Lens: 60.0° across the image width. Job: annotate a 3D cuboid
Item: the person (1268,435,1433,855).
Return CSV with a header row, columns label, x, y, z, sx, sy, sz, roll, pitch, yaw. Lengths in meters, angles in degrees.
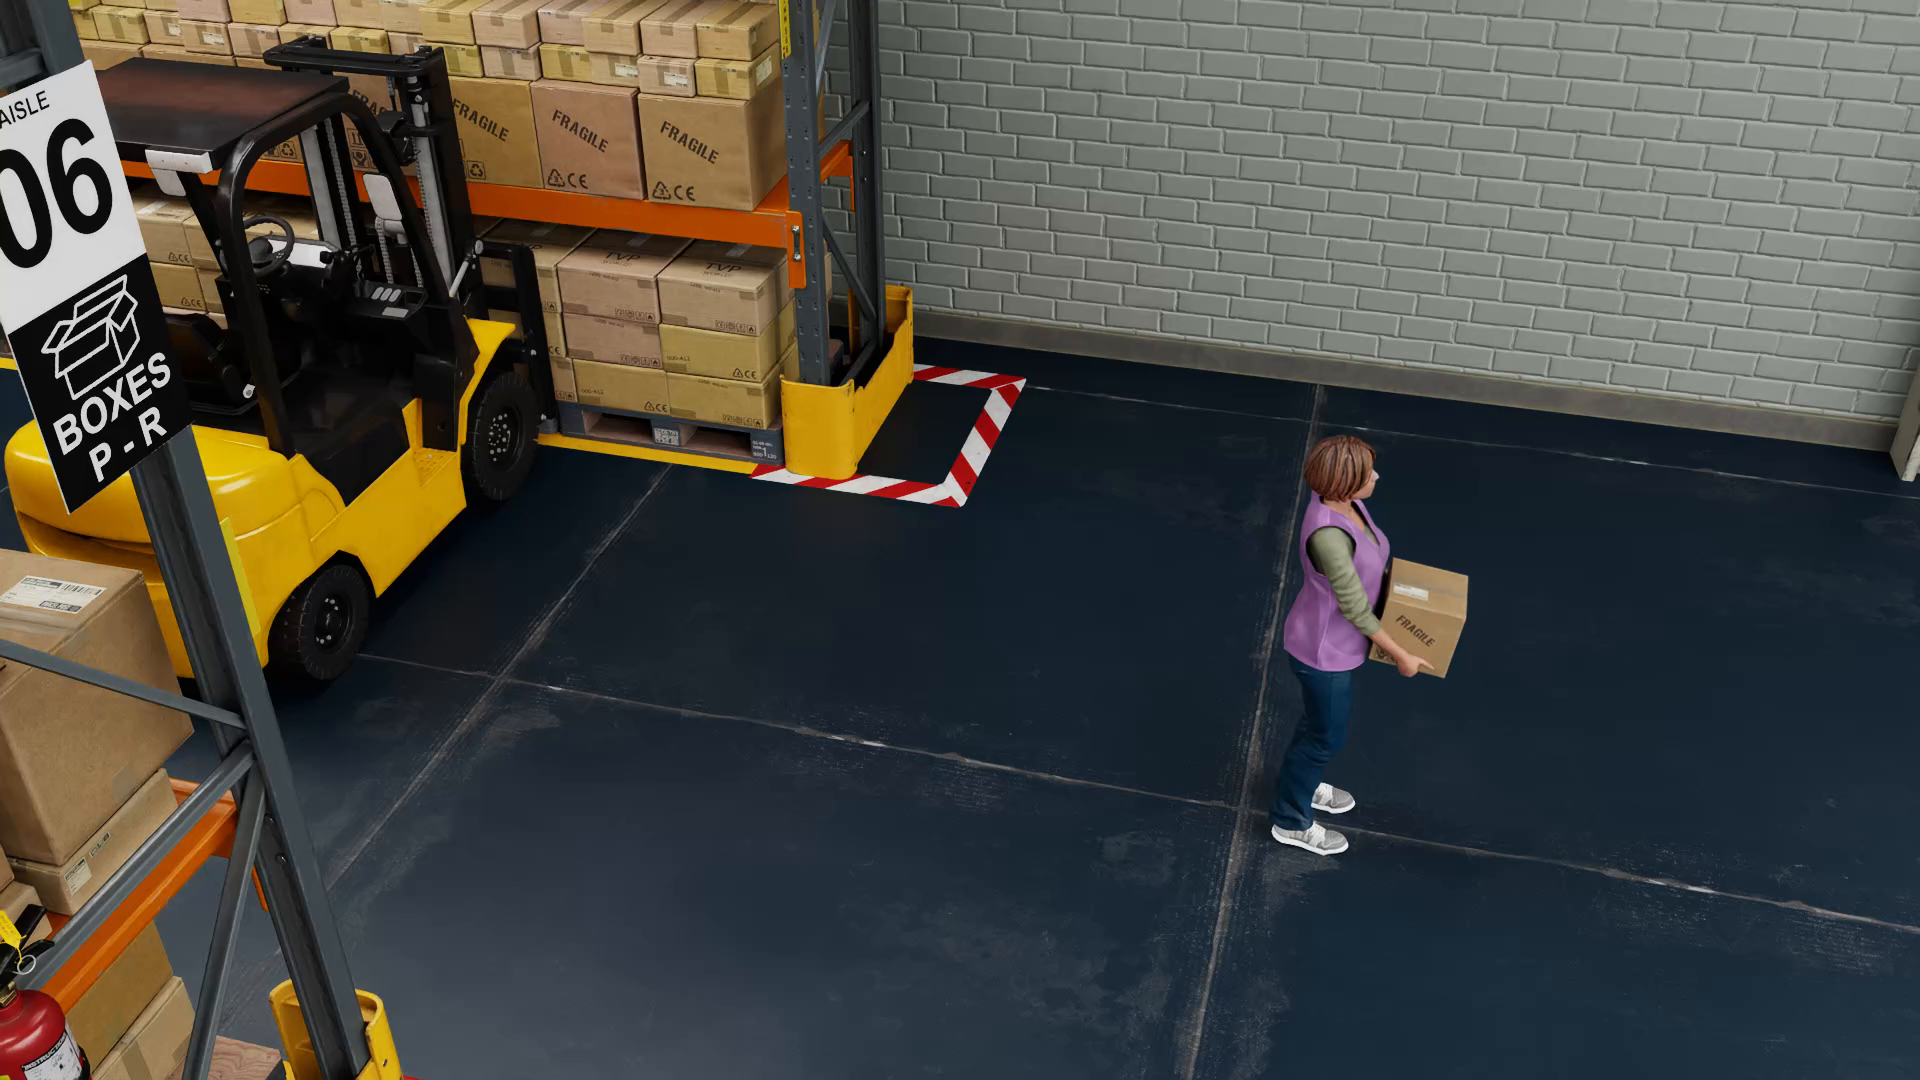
label,x,y,z,sx,sy,sz,roll,pitch,yaw
person,1.332,0.371,5.589,0.495,1.591,0.384,9,34,13
